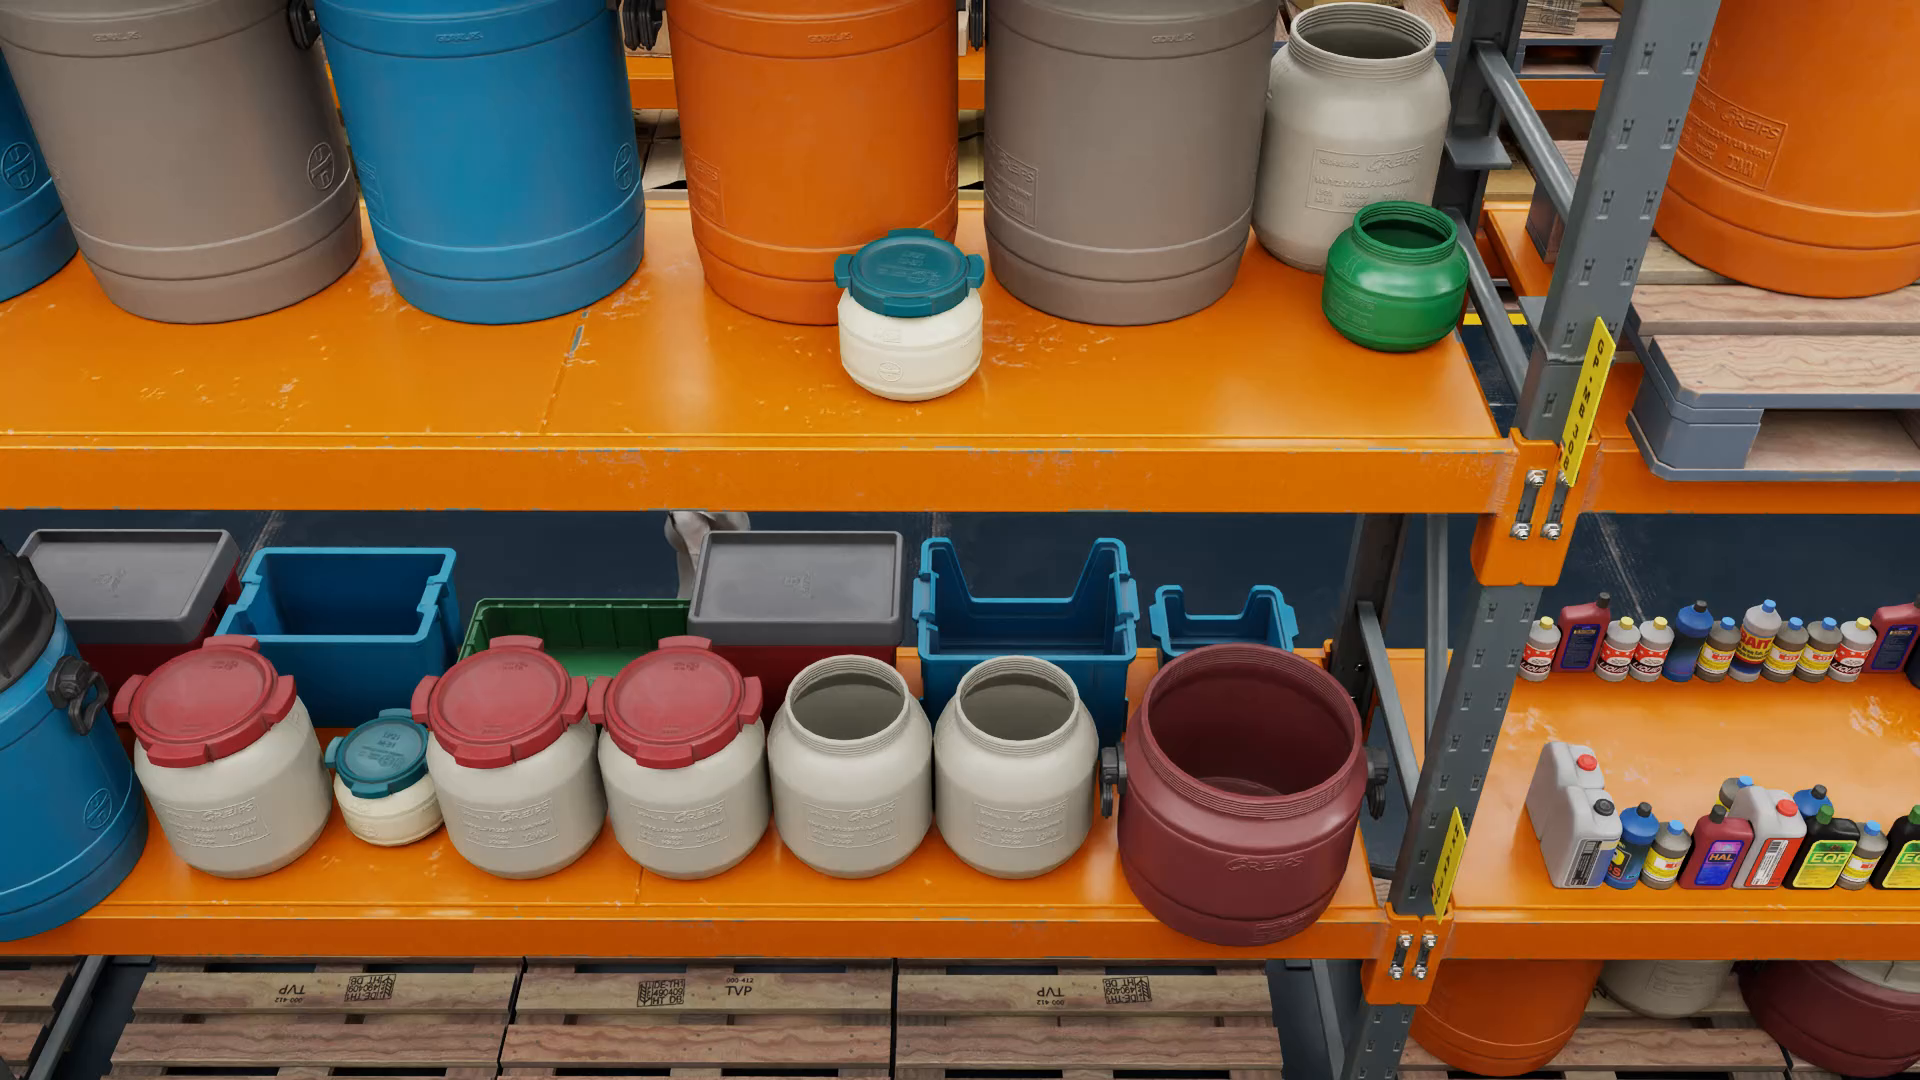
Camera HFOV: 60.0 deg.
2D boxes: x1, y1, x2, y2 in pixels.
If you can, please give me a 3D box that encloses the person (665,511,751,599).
[{"bbox_3d":[-0.891,0.191,5.938,0.347,1.593,0.459,0,40,0],"label":"person"}]
